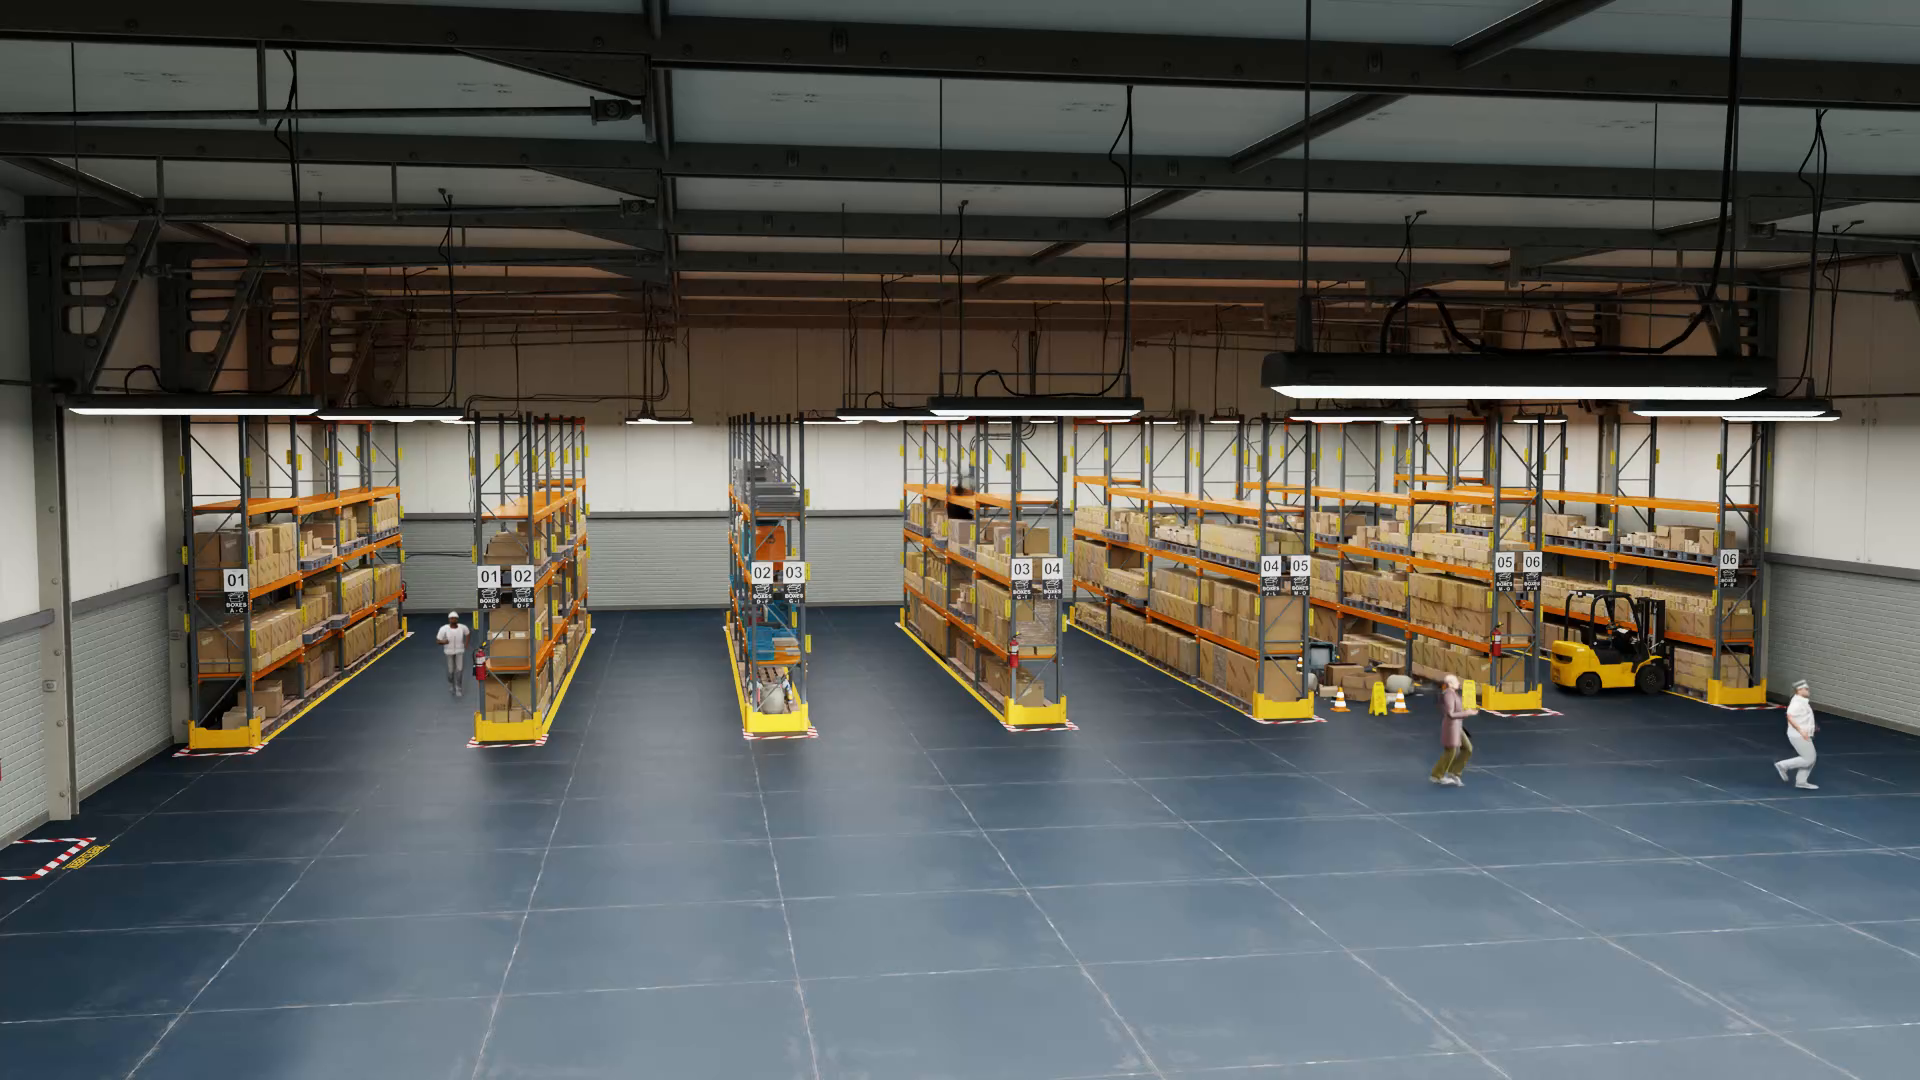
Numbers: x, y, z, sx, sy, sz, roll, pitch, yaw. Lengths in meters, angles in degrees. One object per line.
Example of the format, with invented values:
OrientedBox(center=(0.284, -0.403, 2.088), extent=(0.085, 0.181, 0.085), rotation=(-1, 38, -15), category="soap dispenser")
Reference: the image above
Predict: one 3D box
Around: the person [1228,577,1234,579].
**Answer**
OrientedBox(center=(8.446, 1.393, 50.765), extent=(0.904, 1.718, 0.763), rotation=(1, 4, 11), category="person")

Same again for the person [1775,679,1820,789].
OrientedBox(center=(13.262, 3.063, 26.318), extent=(0.619, 1.736, 0.679), rotation=(2, 4, 29), category="person")

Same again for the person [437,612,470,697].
OrientedBox(center=(-10.747, 2.406, 35.320), extent=(0.701, 1.763, 0.917), rotation=(-1, 4, -21), category="person")

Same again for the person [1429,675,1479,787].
OrientedBox(center=(7.859, 3.048, 26.427), extent=(0.754, 1.814, 0.688), rotation=(2, 4, 26), category="person")
